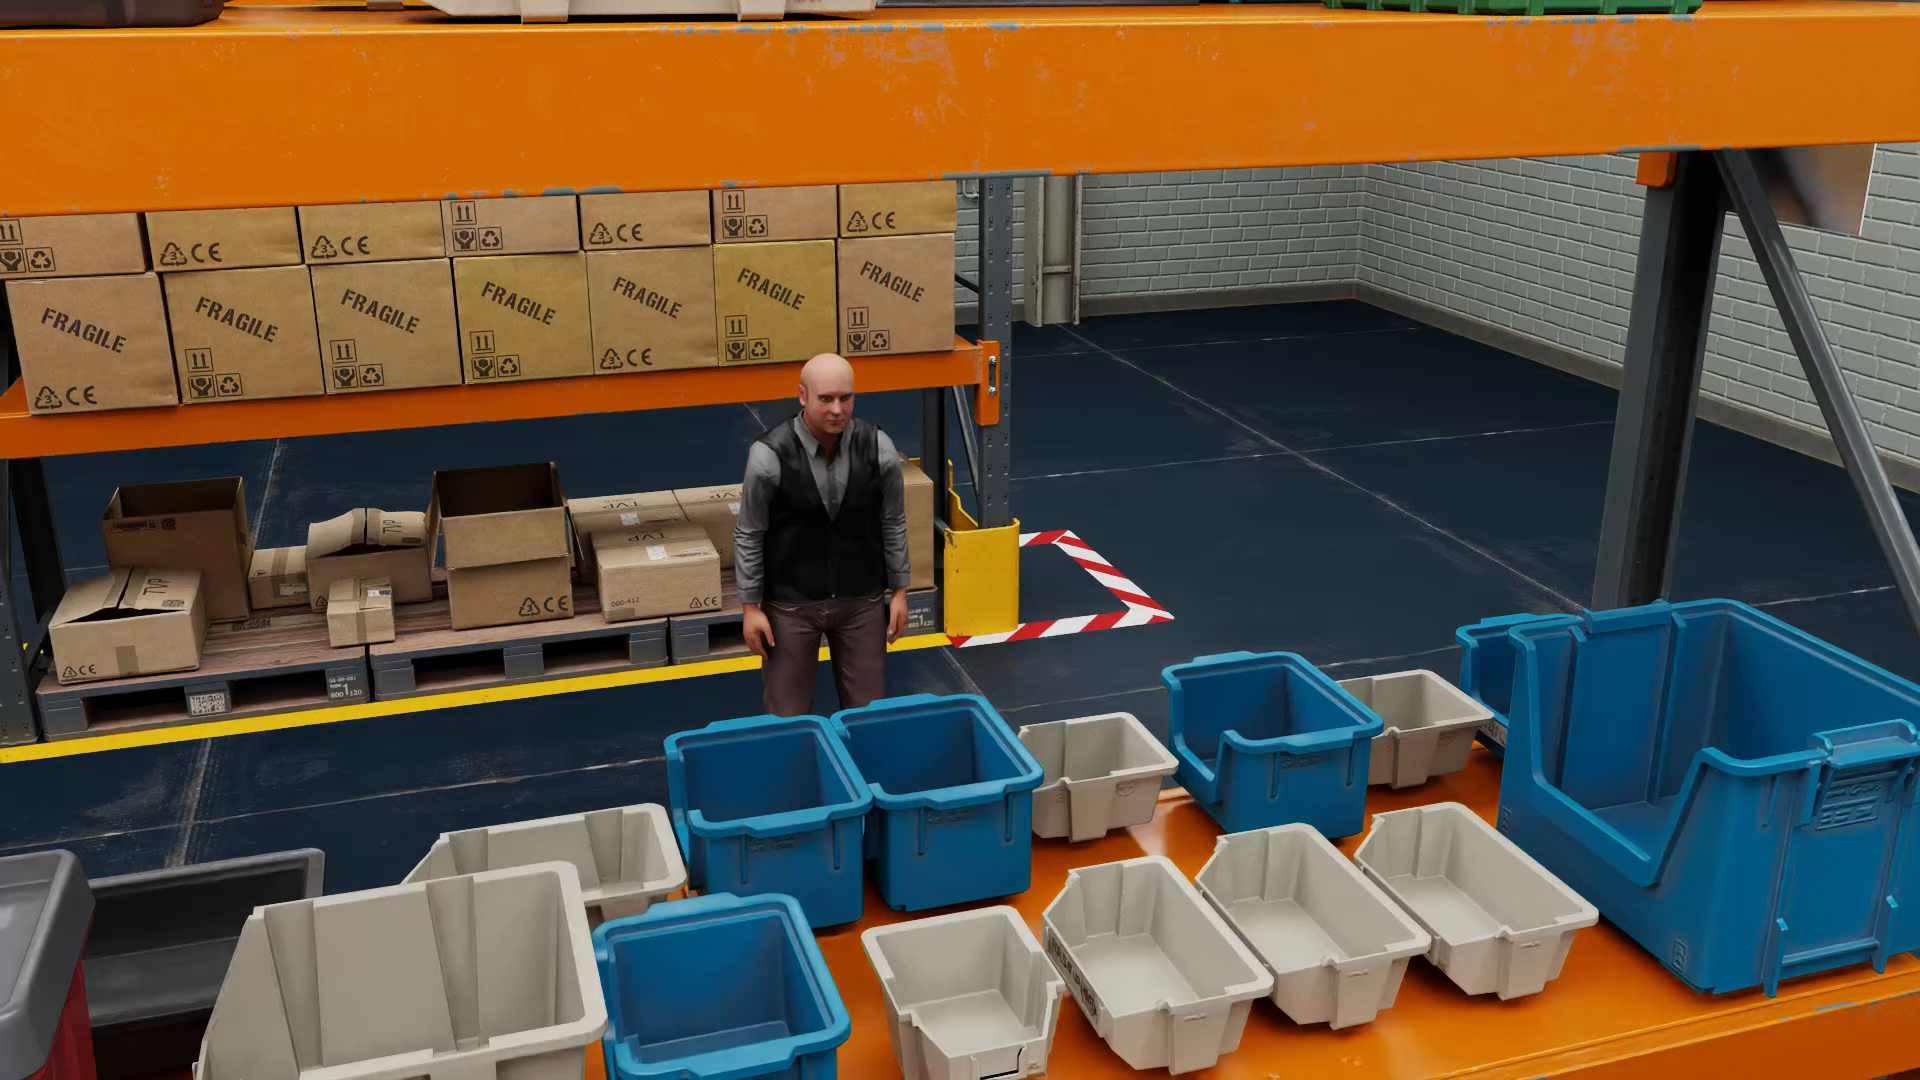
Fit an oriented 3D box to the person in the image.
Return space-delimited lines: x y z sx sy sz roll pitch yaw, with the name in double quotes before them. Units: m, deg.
"person" -0.441 0.224 5.453 0.580 1.721 0.460 -6 20 -17
